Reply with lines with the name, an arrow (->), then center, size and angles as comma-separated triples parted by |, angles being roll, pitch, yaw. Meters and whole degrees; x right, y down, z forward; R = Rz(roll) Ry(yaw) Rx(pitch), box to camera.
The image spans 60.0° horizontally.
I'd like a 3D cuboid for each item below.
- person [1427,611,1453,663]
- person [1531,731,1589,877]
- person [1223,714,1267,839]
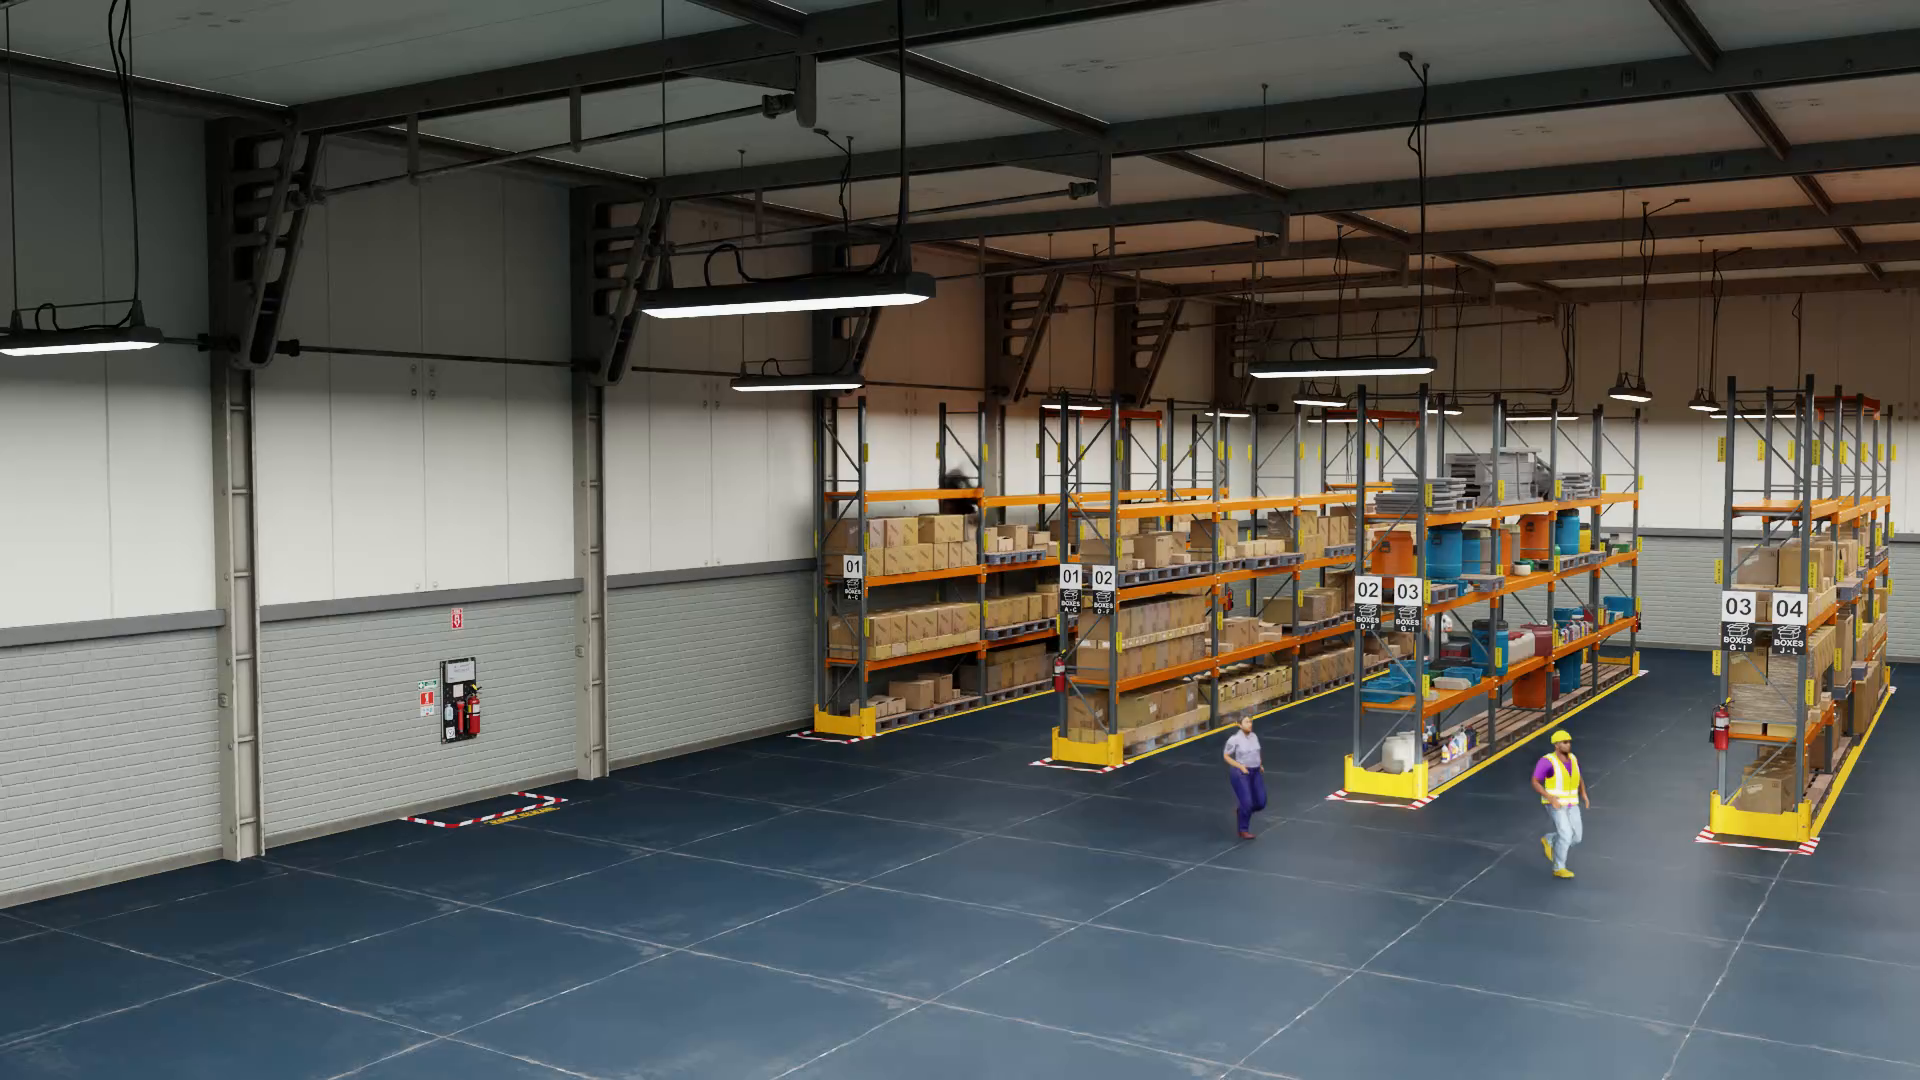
person -> 10.523, 2.263, 36.510 | 0.577, 1.732, 0.750 | 1, 3, 22
person -> 7.081, 3.107, 19.708 | 0.749, 1.720, 0.622 | -1, 3, -24
person -> 3.709, 3.066, 21.647 | 0.604, 1.596, 0.575 | -2, 3, -29
